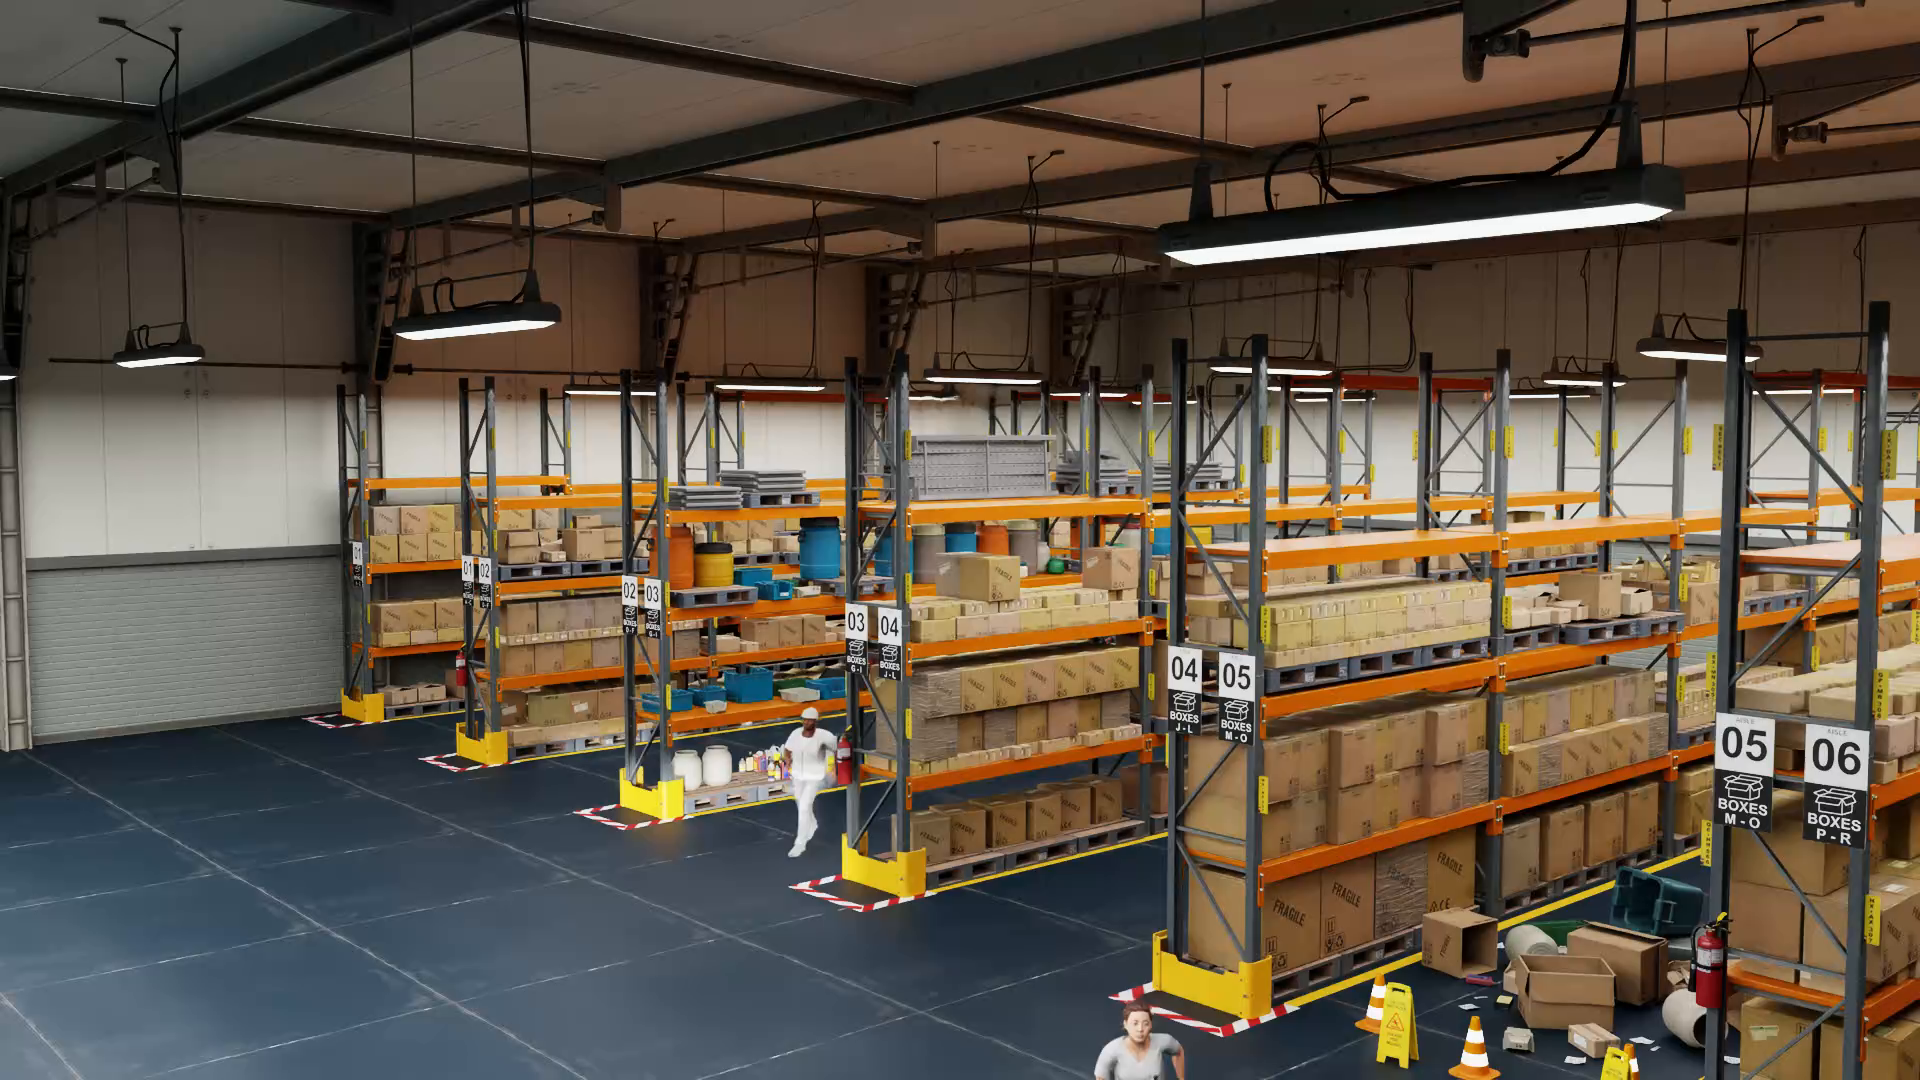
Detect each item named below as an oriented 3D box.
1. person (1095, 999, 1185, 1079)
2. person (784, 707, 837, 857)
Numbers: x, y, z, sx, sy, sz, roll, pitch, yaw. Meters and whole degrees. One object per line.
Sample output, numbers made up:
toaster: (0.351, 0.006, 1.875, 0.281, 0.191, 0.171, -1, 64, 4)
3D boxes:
person: (1.114, 3.659, 10.360, 0.586, 1.695, 0.837, 0, 4, 2)
person: (-1.832, 2.926, 20.439, 0.763, 1.773, 0.893, 1, 4, 21)
